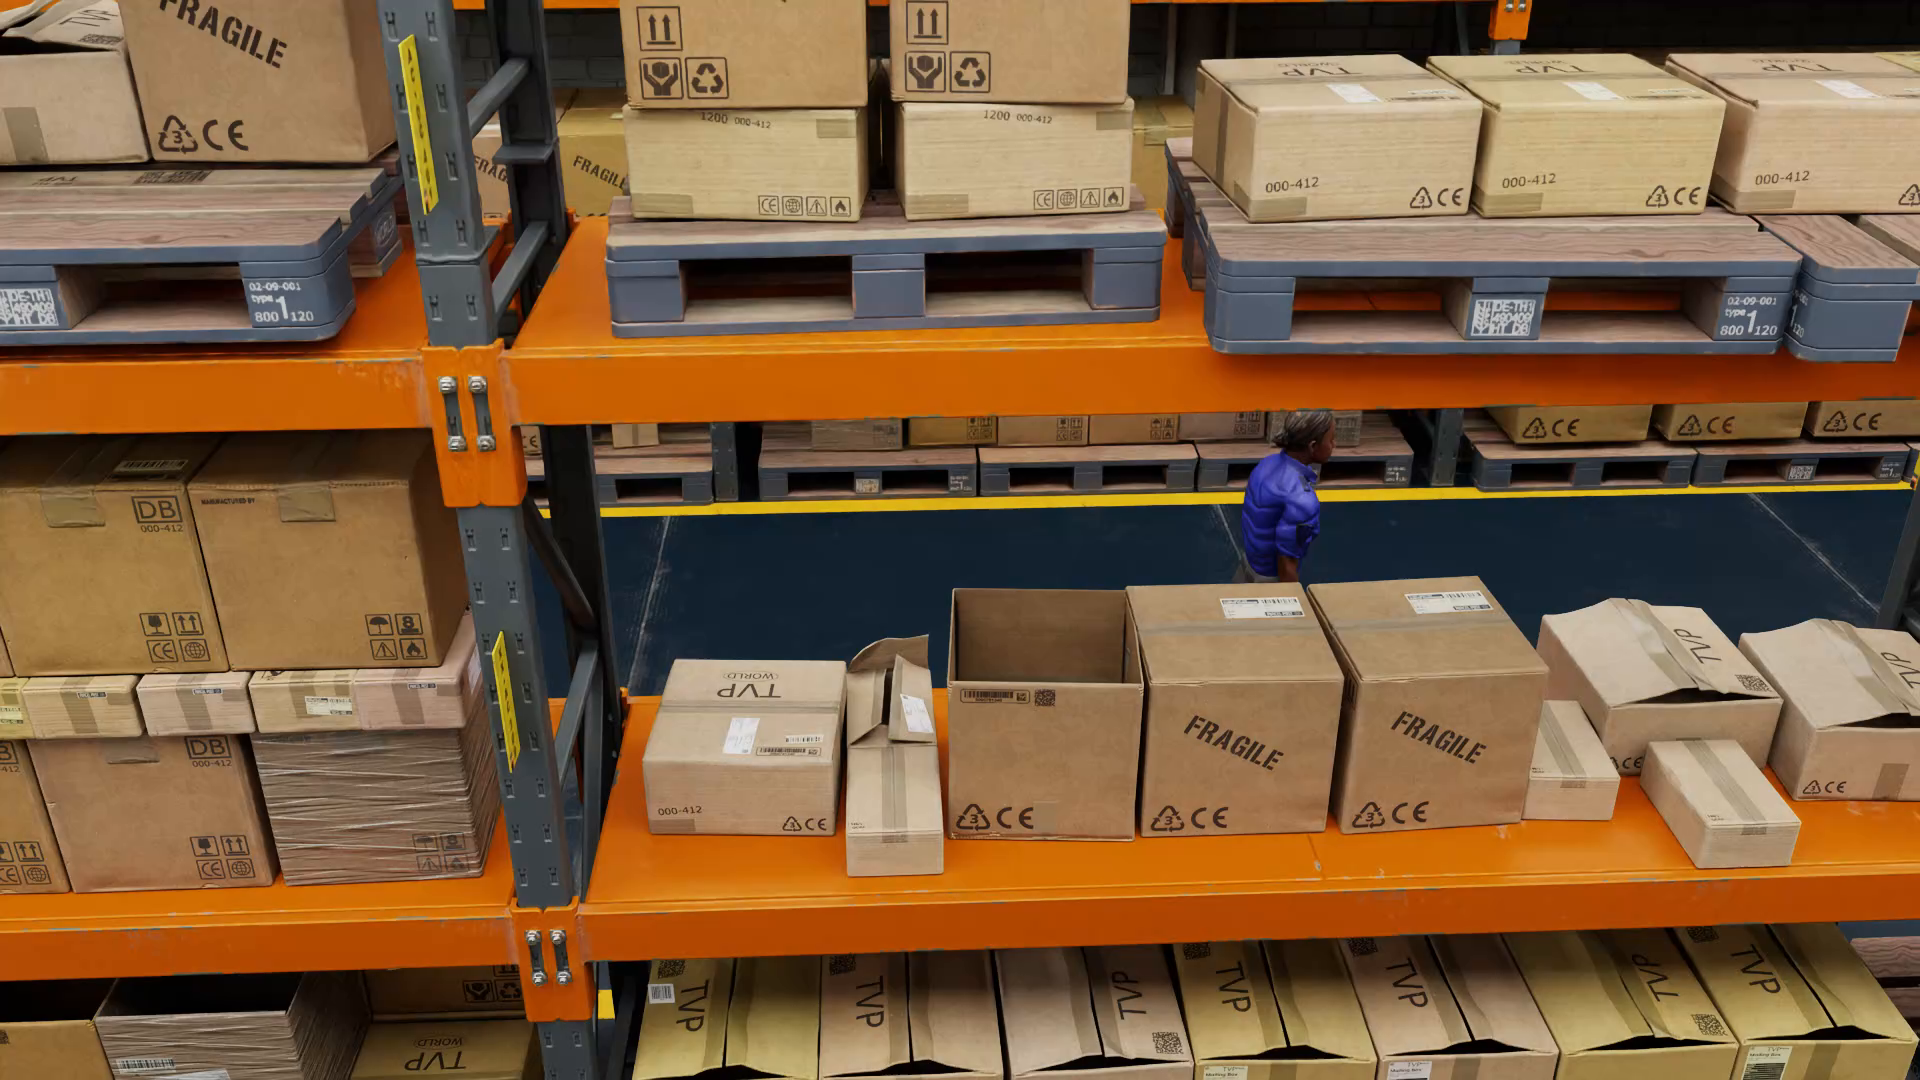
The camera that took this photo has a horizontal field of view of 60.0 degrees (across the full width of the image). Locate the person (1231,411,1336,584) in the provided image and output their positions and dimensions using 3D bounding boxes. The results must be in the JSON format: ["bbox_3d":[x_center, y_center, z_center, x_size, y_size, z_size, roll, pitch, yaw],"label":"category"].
[{"bbox_3d":[1.278,0.241,6.542,0.402,1.654,0.531,-3,28,-6],"label":"person"}]
